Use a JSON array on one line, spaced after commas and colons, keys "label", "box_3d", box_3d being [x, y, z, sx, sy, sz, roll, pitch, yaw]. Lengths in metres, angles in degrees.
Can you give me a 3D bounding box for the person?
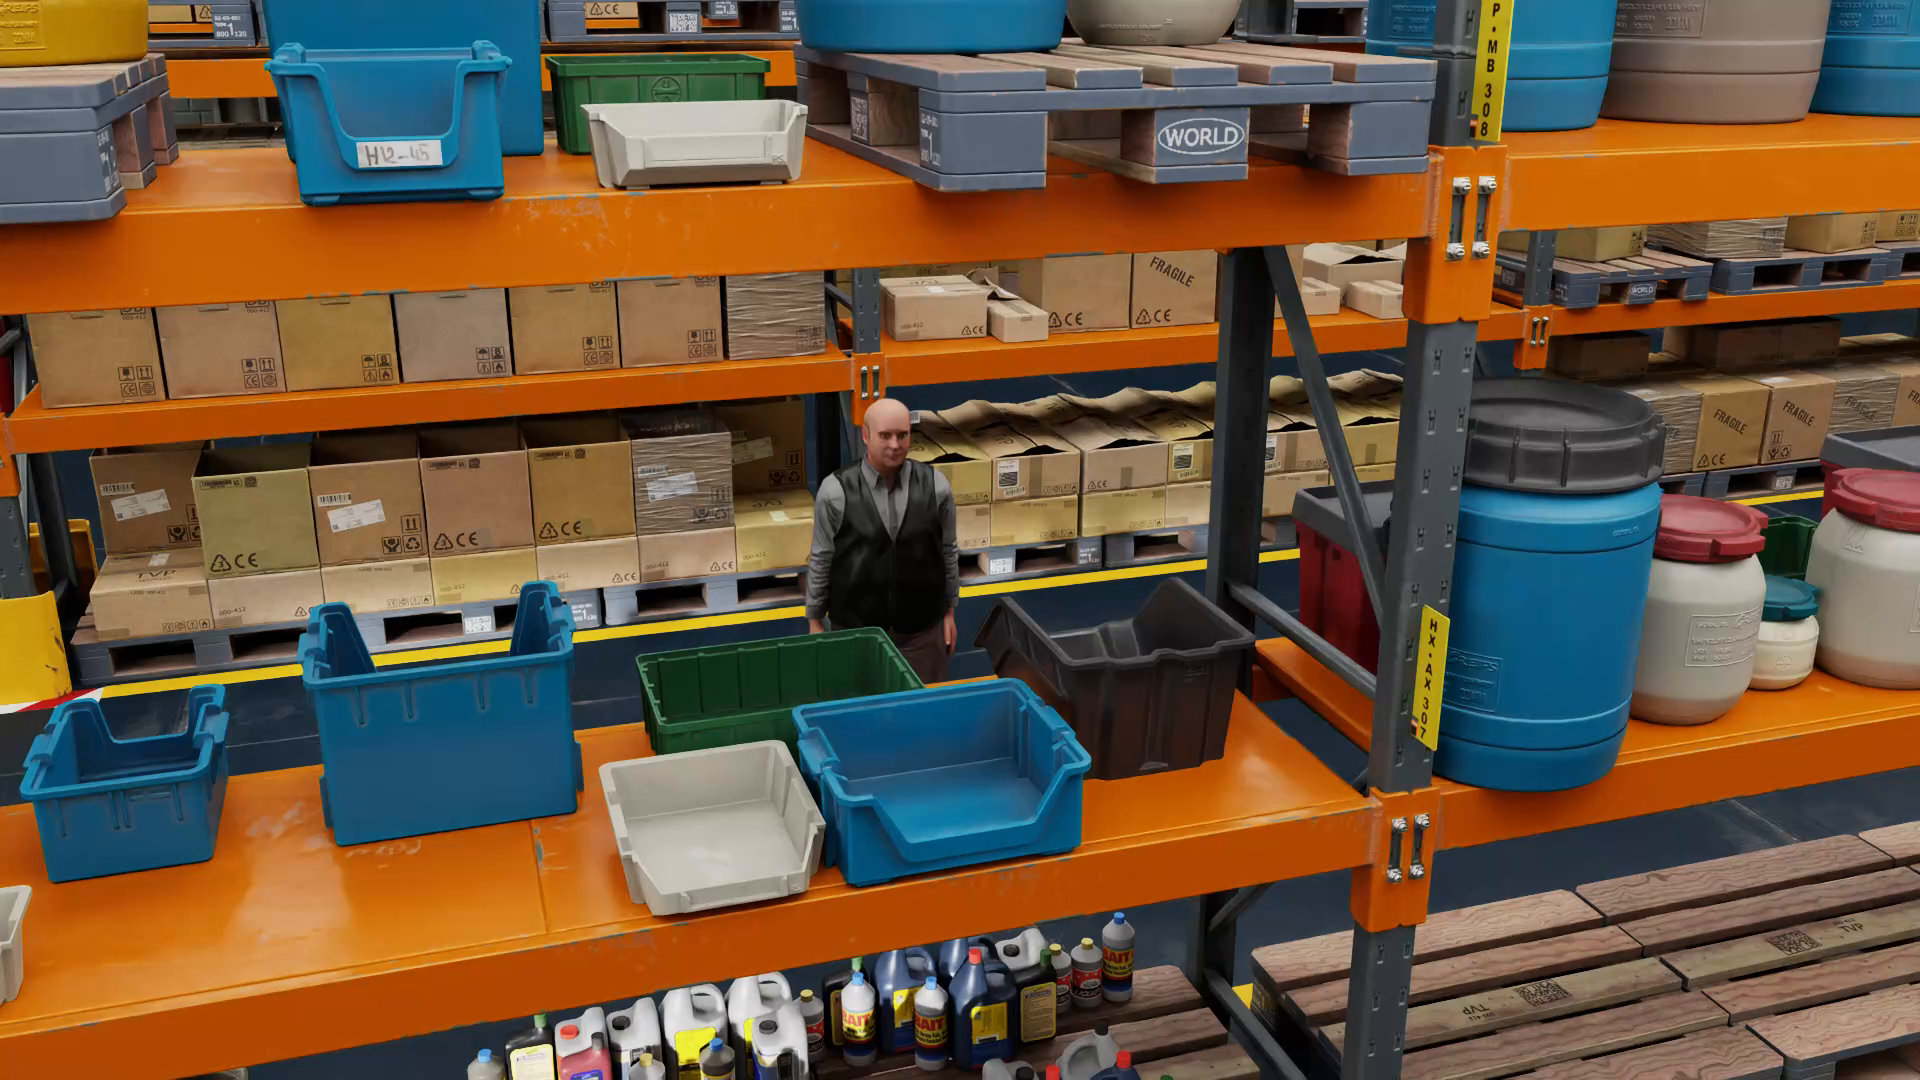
[{"label": "person", "box_3d": [-0.274, 0.361, 6.119, 0.579, 1.779, 0.443, -3, 19, -8]}]
